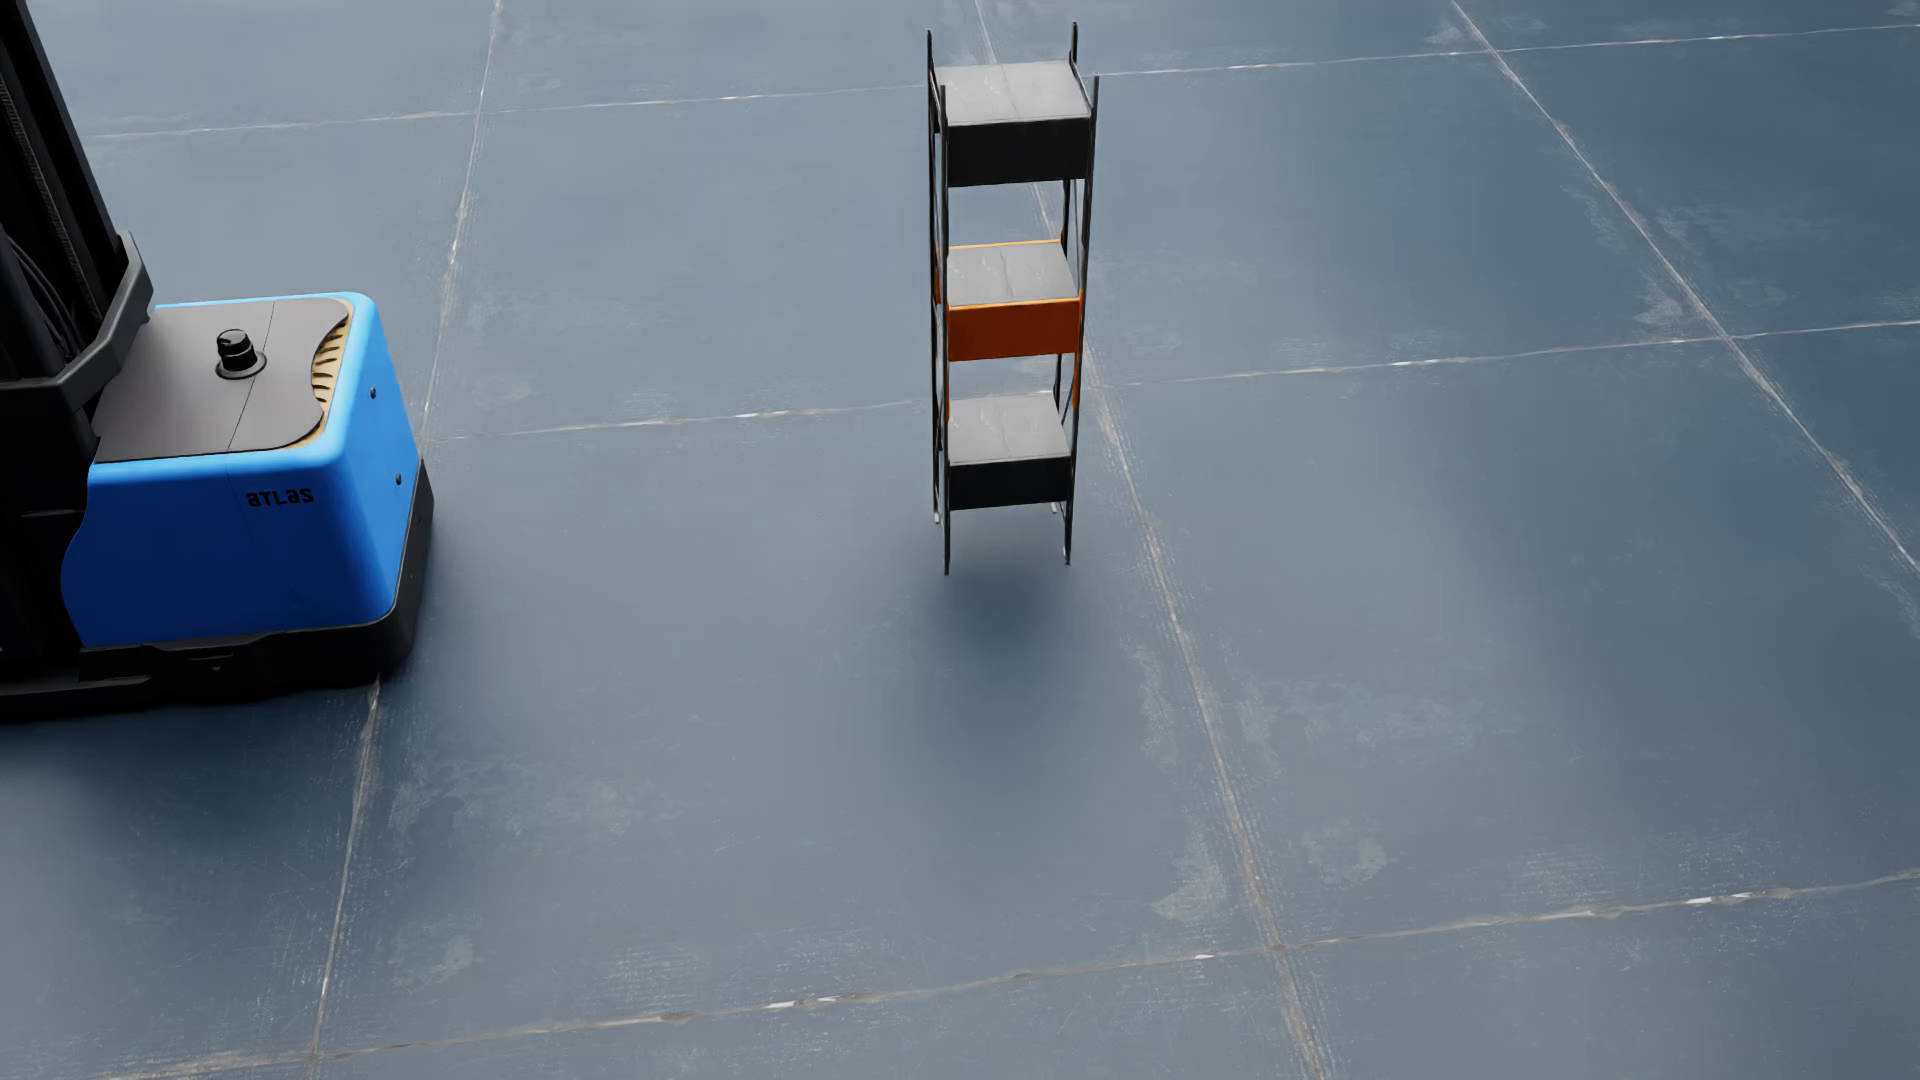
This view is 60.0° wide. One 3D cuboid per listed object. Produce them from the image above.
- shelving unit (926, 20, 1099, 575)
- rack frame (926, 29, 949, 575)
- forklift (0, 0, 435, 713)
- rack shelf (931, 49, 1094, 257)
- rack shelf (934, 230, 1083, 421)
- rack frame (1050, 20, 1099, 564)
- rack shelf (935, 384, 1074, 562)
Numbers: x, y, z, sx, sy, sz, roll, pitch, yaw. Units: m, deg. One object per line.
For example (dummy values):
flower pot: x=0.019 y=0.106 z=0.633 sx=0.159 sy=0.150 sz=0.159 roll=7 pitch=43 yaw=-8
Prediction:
shelving unit: x=0.164 y=-0.794 z=6.063 sx=0.503 sy=2.100 sz=0.431 roll=-5 pitch=42 yaw=-6
rack frame: x=-0.078 y=-0.773 z=6.039 sx=0.015 sy=2.100 sz=0.400 roll=-5 pitch=42 yaw=-6
forklift: x=-3.601 y=-0.778 z=5.424 sx=3.031 sy=2.935 sz=1.130 roll=-5 pitch=42 yaw=-5
rack shelf: x=0.164 y=-1.304 z=5.603 sx=0.480 sy=0.518 sz=0.431 roll=-5 pitch=42 yaw=-6
rack shelf: x=0.164 y=-0.784 z=6.072 sx=0.480 sy=0.518 sz=0.431 roll=-5 pitch=42 yaw=-6
rack frame: x=0.406 y=-0.815 z=6.086 sx=0.015 sy=2.100 sz=0.400 roll=-5 pitch=42 yaw=-6
rack shelf: x=0.164 y=-0.264 z=6.541 sx=0.480 sy=0.518 sz=0.431 roll=-5 pitch=42 yaw=-6
